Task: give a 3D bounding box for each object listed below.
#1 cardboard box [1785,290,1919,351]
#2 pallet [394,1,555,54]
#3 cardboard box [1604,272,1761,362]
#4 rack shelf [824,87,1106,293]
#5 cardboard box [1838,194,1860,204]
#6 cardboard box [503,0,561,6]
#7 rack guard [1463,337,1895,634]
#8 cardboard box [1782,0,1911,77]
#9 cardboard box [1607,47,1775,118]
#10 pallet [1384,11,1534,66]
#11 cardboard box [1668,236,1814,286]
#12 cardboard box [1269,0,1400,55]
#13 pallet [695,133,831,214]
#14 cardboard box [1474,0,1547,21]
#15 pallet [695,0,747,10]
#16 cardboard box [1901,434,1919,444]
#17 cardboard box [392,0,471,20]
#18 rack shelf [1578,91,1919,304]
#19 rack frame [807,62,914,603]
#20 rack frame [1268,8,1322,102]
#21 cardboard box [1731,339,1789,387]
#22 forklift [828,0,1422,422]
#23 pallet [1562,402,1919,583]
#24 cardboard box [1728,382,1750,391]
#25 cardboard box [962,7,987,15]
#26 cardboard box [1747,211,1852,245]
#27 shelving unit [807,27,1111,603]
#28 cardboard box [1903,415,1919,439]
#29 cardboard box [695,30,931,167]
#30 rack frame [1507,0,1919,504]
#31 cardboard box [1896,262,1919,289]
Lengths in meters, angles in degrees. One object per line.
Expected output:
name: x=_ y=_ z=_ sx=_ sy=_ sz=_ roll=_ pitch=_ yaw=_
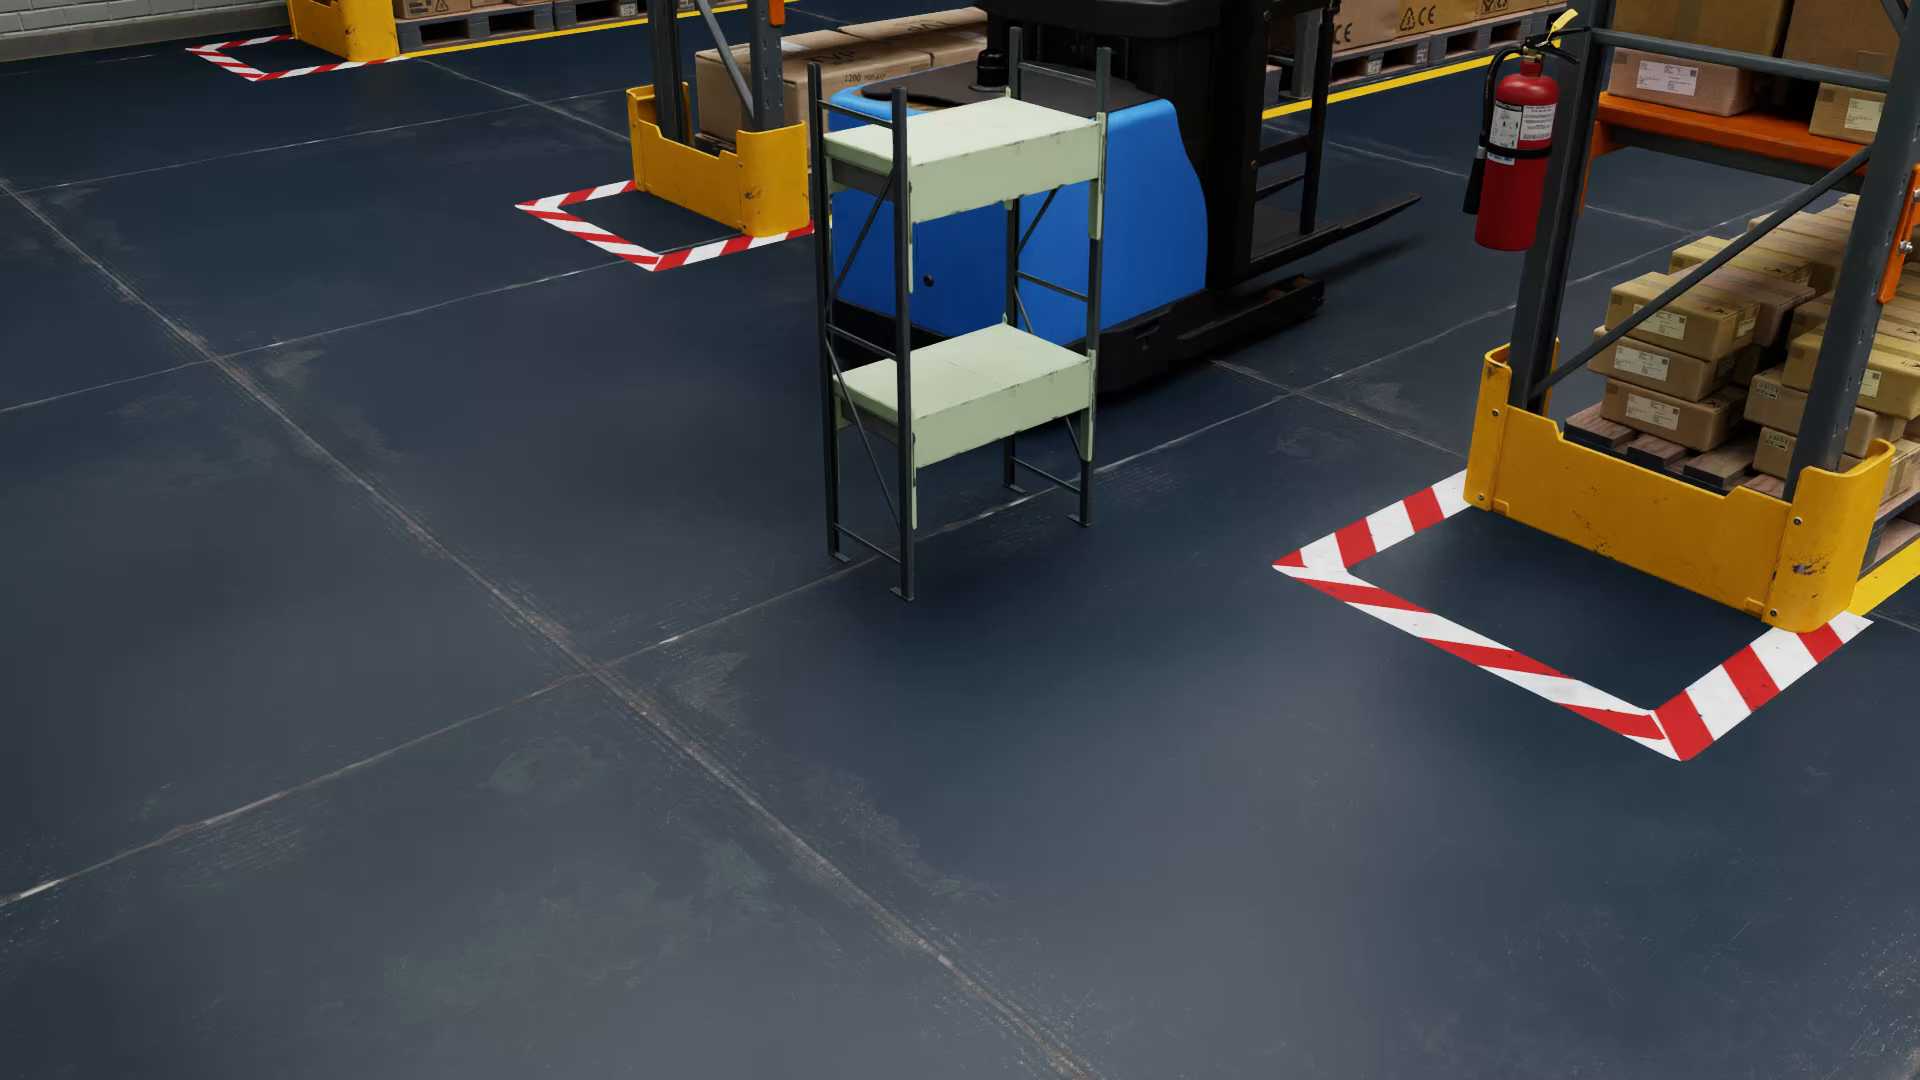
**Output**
cardboard box: x=2.842 y=-0.638 z=5.209 sx=0.250 sy=0.149 sz=0.380 roll=-21 pitch=35 yaw=-34
pallet: x=-3.759 y=-3.842 z=12.215 sx=1.213 sy=0.211 sz=1.003 roll=-22 pitch=35 yaw=-35
cardboard box: x=2.330 y=-0.725 z=5.372 sx=0.250 sy=0.149 sz=0.380 roll=-21 pitch=35 yaw=-34
rack shelf: x=0.005 y=-1.008 z=4.716 sx=0.720 sy=0.370 sz=0.431 roll=-22 pitch=35 yaw=-35
cardboard box: x=3.532 y=-1.196 z=6.253 sx=0.250 sy=0.149 sz=0.380 roll=-22 pitch=35 yaw=-35
cardboard box: x=-3.220 y=-4.288 z=12.297 sx=0.500 sy=0.500 sz=0.700 roll=-20 pitch=34 yaw=-33
rack guard: x=2.149 y=-0.202 z=5.098 sx=0.348 sy=0.500 sz=1.175 roll=-22 pitch=35 yaw=-35
cardboard box: x=2.612 y=-1.495 z=4.444 sx=0.500 sy=0.500 sz=0.500 roll=-20 pitch=34 yaw=-33
cardboard box: x=2.156 y=-1.372 z=4.901 sx=0.250 sy=0.149 sz=0.380 roll=-22 pitch=35 yaw=-35
pallet: x=3.311 y=-3.658 z=11.870 sx=1.213 sy=0.211 sz=1.003 roll=-22 pitch=35 yaw=-35
cardboard box: x=2.673 y=-0.906 z=5.710 sx=0.250 sy=0.149 sz=0.380 roll=-23 pitch=36 yaw=-36
cardboard box: x=2.264 y=-3.716 z=10.829 sx=0.875 sy=0.875 sz=0.875 roll=-21 pitch=34 yaw=-33
pallet: x=-0.641 y=-2.068 z=8.897 sx=1.213 sy=0.211 sz=1.003 roll=-22 pitch=35 yaw=-35
cardboard box: x=3.627 y=-4.268 z=11.863 sx=0.875 sy=0.875 sz=0.875 roll=-21 pitch=35 yaw=-34
pallet: x=-1.903 y=-4.588 z=13.612 sx=1.213 sy=0.211 sz=1.003 roll=-22 pitch=35 yaw=-35
cardboard box: x=2.844 y=-0.364 z=5.329 sx=0.250 sy=0.149 sz=0.380 roll=-22 pitch=35 yaw=-35
cardboard box: x=-3.896 y=-4.042 z=11.833 sx=0.637 sy=0.503 sz=0.797 roll=-24 pitch=36 yaw=-37
rack shelf: x=3.613 y=-1.576 z=5.780 sx=4.000 sy=0.370 sz=1.077 roll=-22 pitch=35 yaw=-35
rack frame: x=-0.273 y=-0.552 z=4.691 sx=0.023 sy=1.500 sz=0.400 roll=-22 pitch=35 yaw=-35
rack frame: x=1.845 y=-4.249 z=10.019 sx=0.127 sy=3.000 sz=1.000 roll=-22 pitch=35 yaw=-35
cardboard box: x=2.542 y=-0.665 z=5.576 sx=0.250 sy=0.149 sz=0.380 roll=-23 pitch=36 yaw=-36
forklift: x=0.886 y=-2.308 z=6.460 sx=1.130 sy=2.935 sz=3.031 roll=24 pitch=36 yaw=38
pallet: x=2.790 y=-0.311 z=5.608 sx=1.213 sy=0.211 sz=1.003 roll=-22 pitch=35 yaw=-35
cardboard box: x=2.486 y=-0.560 z=5.695 sx=0.250 sy=0.149 sz=0.380 roll=-21 pitch=34 yaw=-33
cardboard box: x=0.617 y=-2.877 z=9.724 sx=0.875 sy=0.438 sz=0.875 roll=-23 pitch=36 yaw=-36
cardboard box: x=3.079 y=-1.064 z=6.007 sx=0.250 sy=0.149 sz=0.380 roll=-20 pitch=34 yaw=-33
shelving unit: x=0.005 y=-0.664 z=4.900 sx=0.755 sy=1.500 sz=0.431 roll=-22 pitch=35 yaw=-35
cardboard box: x=2.902 y=-0.472 z=5.215 sx=0.250 sy=0.149 sz=0.380 roll=-22 pitch=35 yaw=-35
cardboard box: x=-0.761 y=-2.319 z=8.679 sx=0.875 sy=0.438 sz=0.875 roll=-23 pitch=36 yaw=-37
rack frame: x=2.091 y=-1.282 z=4.466 sx=0.127 sy=3.000 sz=1.000 roll=-22 pitch=35 yaw=-35
cardboard box: x=3.252 y=-0.775 z=5.465 sx=0.250 sy=0.149 sz=0.380 roll=-24 pitch=36 yaw=-37
